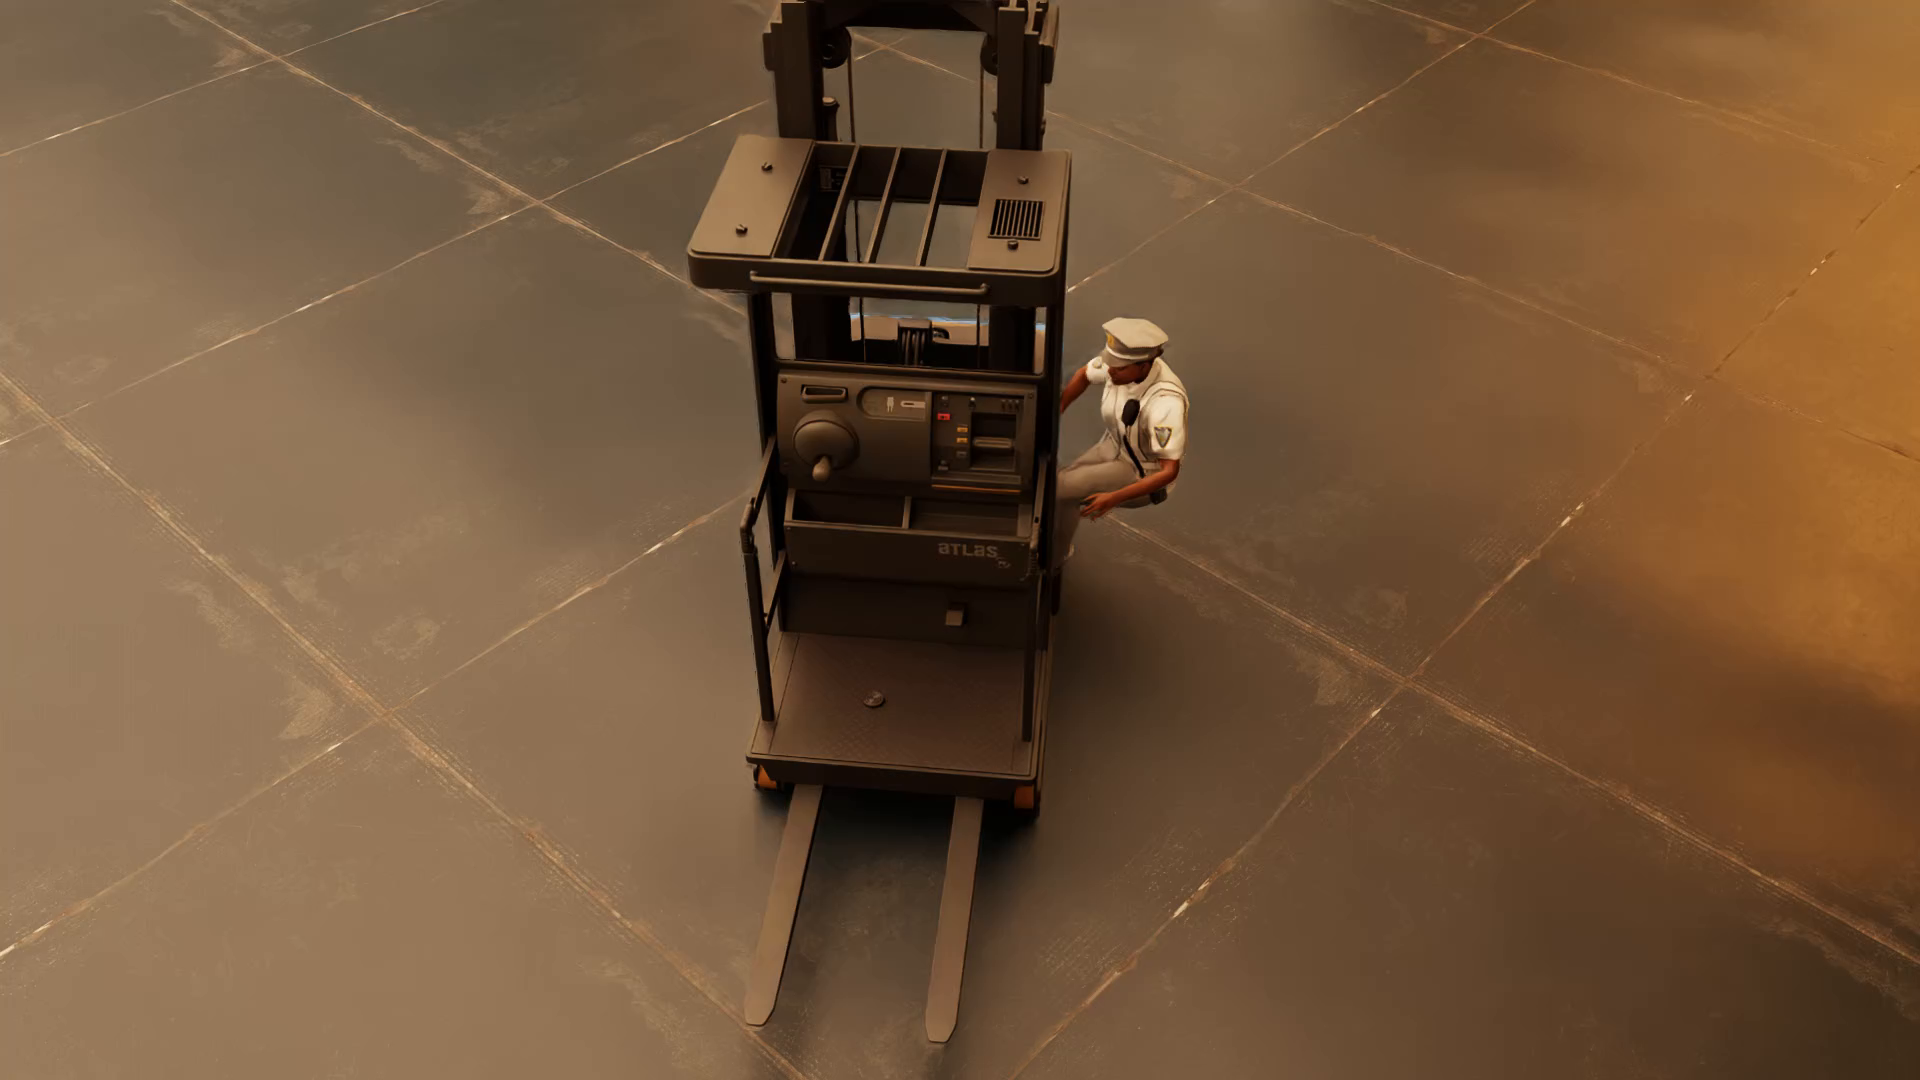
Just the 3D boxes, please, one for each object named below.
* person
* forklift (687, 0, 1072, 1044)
[{"bbox_3d":[0.529,-0.254,6.923,0.810,1.456,0.730,-23,45,-24],"label":"person"},{"bbox_3d":[-0.213,-0.305,5.784,1.130,2.935,3.031,4,41,5],"label":"forklift"}]
